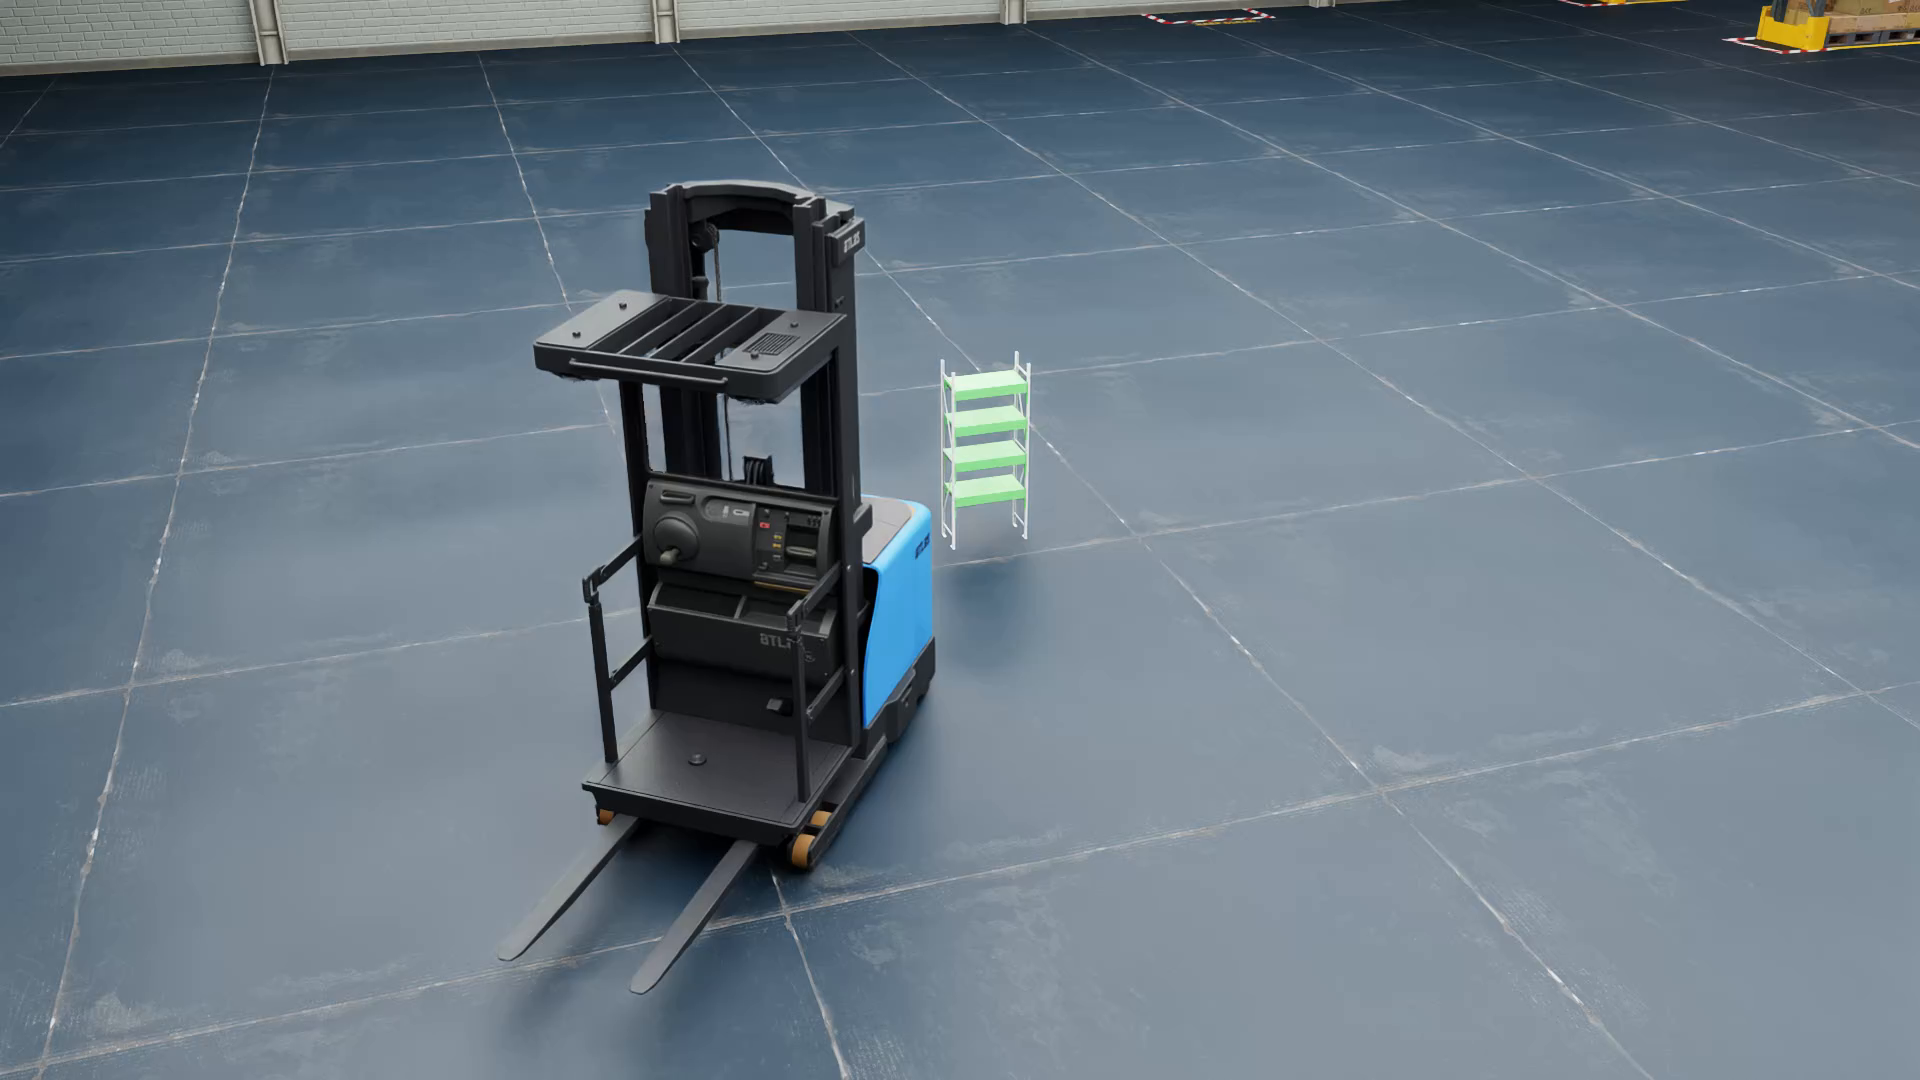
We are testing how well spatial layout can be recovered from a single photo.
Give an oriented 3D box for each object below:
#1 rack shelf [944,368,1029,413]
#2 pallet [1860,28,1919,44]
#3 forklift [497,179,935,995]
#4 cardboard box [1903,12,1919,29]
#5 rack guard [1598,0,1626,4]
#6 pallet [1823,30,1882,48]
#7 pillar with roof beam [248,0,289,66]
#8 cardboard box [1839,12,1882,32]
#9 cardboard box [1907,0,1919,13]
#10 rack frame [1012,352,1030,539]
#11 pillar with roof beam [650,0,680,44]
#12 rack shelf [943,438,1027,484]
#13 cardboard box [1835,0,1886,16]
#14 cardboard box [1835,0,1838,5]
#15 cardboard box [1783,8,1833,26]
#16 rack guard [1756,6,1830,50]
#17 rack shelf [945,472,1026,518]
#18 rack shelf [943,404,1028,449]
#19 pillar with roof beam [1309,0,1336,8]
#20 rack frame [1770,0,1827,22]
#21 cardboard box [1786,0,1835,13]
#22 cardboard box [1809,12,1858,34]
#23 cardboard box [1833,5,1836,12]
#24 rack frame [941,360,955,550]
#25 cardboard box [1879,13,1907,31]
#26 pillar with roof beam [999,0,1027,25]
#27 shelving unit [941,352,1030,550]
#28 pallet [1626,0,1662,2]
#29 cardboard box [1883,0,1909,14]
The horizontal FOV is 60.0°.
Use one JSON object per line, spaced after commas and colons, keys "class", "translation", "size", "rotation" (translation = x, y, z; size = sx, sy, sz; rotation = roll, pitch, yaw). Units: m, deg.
{"class": "rack shelf", "translation": [0.157, -0.933, 10.344], "size": [0.480, 0.148, 0.258], "rotation": [-8, 28, -16]}
{"class": "pallet", "translation": [15.338, -8.438, 27.509], "size": [1.213, 0.211, 1.003], "rotation": [-8, 28, -16]}
{"class": "forklift", "translation": [-1.091, 0.008, 7.438], "size": [1.130, 2.935, 3.031], "rotation": [9, 28, 17]}
{"class": "cardboard box", "translation": [15.471, -8.540, 27.198], "size": [0.500, 0.250, 0.500], "rotation": [-8, 28, -16]}
{"class": "rack guard", "translation": [12.001, -10.382, 31.101], "size": [0.348, 0.500, 1.175], "rotation": [-8, 28, -16]}
{"class": "pallet", "translation": [14.180, -8.272, 27.174], "size": [1.213, 0.211, 1.003], "rotation": [-8, 28, -16]}
{"class": "pillar with roof beam", "translation": [-9.161, -9.516, 19.798], "size": [0.400, 9.000, 9.100], "rotation": [-8, 28, -16]}
{"class": "cardboard box", "translation": [14.519, -8.404, 26.925], "size": [0.500, 0.250, 0.500], "rotation": [-8, 28, -16]}
{"class": "cardboard box", "translation": [15.472, -8.875, 27.031], "size": [0.500, 0.500, 0.500], "rotation": [-8, 28, -16]}
{"class": "rack frame", "translation": [0.389, -0.594, 10.597], "size": [0.015, 1.200, 0.240], "rotation": [-8, 28, -16]}
{"class": "pillar with roof beam", "translation": [-3.456, -10.342, 21.462], "size": [0.400, 9.000, 9.100], "rotation": [-8, 28, -16]}
{"class": "rack shelf", "translation": [0.157, -0.503, 10.558], "size": [0.480, 0.148, 0.258], "rotation": [-8, 28, -16]}
{"class": "cardboard box", "translation": [14.519, -8.739, 26.757], "size": [0.500, 0.500, 0.500], "rotation": [-8, 28, -16]}
{"class": "cardboard box", "translation": [14.830, -9.034, 27.350], "size": [0.500, 0.500, 0.500], "rotation": [-8, 28, -16]}
{"class": "cardboard box", "translation": [13.884, -8.553, 27.225], "size": [0.500, 0.250, 0.500], "rotation": [-8, 28, -16]}
{"class": "rack guard", "translation": [13.443, -8.275, 26.855], "size": [0.348, 0.500, 1.175], "rotation": [-8, 28, -16]}
{"class": "rack shelf", "translation": [0.157, -0.288, 10.664], "size": [0.480, 0.148, 0.258], "rotation": [-8, 28, -16]}
{"class": "rack shelf", "translation": [0.157, -0.718, 10.451], "size": [0.480, 0.148, 0.258], "rotation": [-8, 28, -16]}
{"class": "pillar with roof beam", "translation": [7.954, -11.994, 24.790], "size": [0.400, 9.000, 9.100], "rotation": [-8, 28, -16]}
{"class": "rack frame", "translation": [13.466, -9.398, 26.306], "size": [0.127, 3.000, 1.000], "rotation": [-8, 28, -16]}
{"class": "cardboard box", "translation": [13.884, -8.890, 27.060], "size": [0.500, 0.500, 0.500], "rotation": [-8, 28, -16]}
{"class": "cardboard box", "translation": [14.045, -8.334, 26.784], "size": [0.500, 0.250, 0.500], "rotation": [-8, 28, -16]}
{"class": "cardboard box", "translation": [14.356, -8.627, 27.374], "size": [0.500, 0.250, 0.500], "rotation": [-8, 28, -16]}
{"class": "rack frame", "translation": [-0.075, -0.527, 10.461], "size": [0.015, 1.200, 0.240], "rotation": [-8, 28, -16]}
{"class": "cardboard box", "translation": [14.994, -8.473, 27.064], "size": [0.500, 0.250, 0.500], "rotation": [-8, 28, -16]}
{"class": "pillar with roof beam", "translation": [2.249, -11.168, 23.126], "size": [0.400, 9.000, 9.100], "rotation": [-8, 28, -16]}
{"class": "shelving unit", "translation": [0.157, -0.560, 10.529], "size": [0.503, 1.200, 0.258], "rotation": [-8, 28, -16]}
{"class": "pallet", "translation": [12.784, -10.350, 31.360], "size": [1.213, 0.211, 1.003], "rotation": [-8, 28, -16]}
{"class": "cardboard box", "translation": [14.991, -8.814, 26.907], "size": [0.500, 0.500, 0.500], "rotation": [-8, 28, -16]}
